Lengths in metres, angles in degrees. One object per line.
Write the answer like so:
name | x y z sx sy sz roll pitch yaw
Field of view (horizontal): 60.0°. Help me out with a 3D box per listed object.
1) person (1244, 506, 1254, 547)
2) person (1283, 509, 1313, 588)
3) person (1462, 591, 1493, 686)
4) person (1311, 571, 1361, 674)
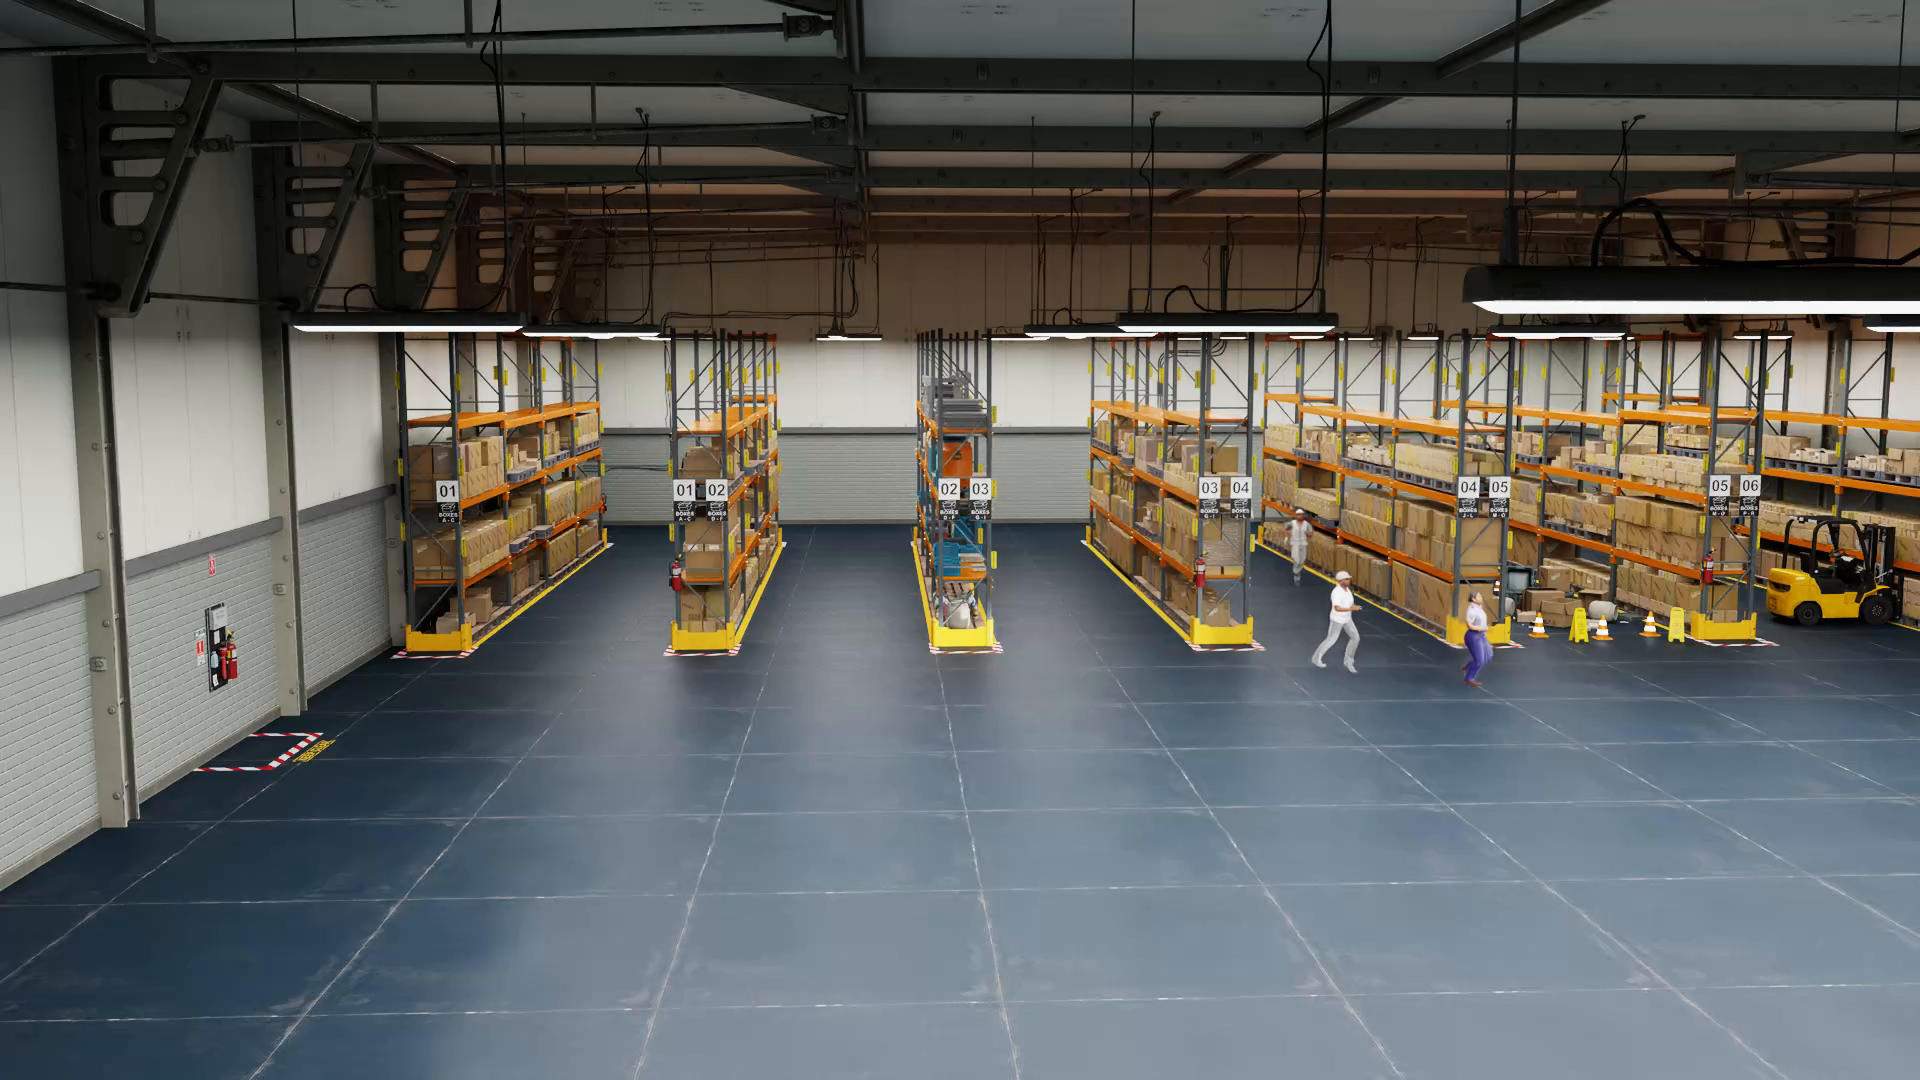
person | 7.511 -0.375 44.462 0.707 1.724 0.668 0 7 0
person | 8.033 0.173 39.462 0.654 1.834 0.835 -1 7 -5
person | 8.687 1.645 27.885 0.557 1.601 0.598 4 8 32
person | 6.636 1.433 29.078 0.896 1.818 0.713 5 9 38
